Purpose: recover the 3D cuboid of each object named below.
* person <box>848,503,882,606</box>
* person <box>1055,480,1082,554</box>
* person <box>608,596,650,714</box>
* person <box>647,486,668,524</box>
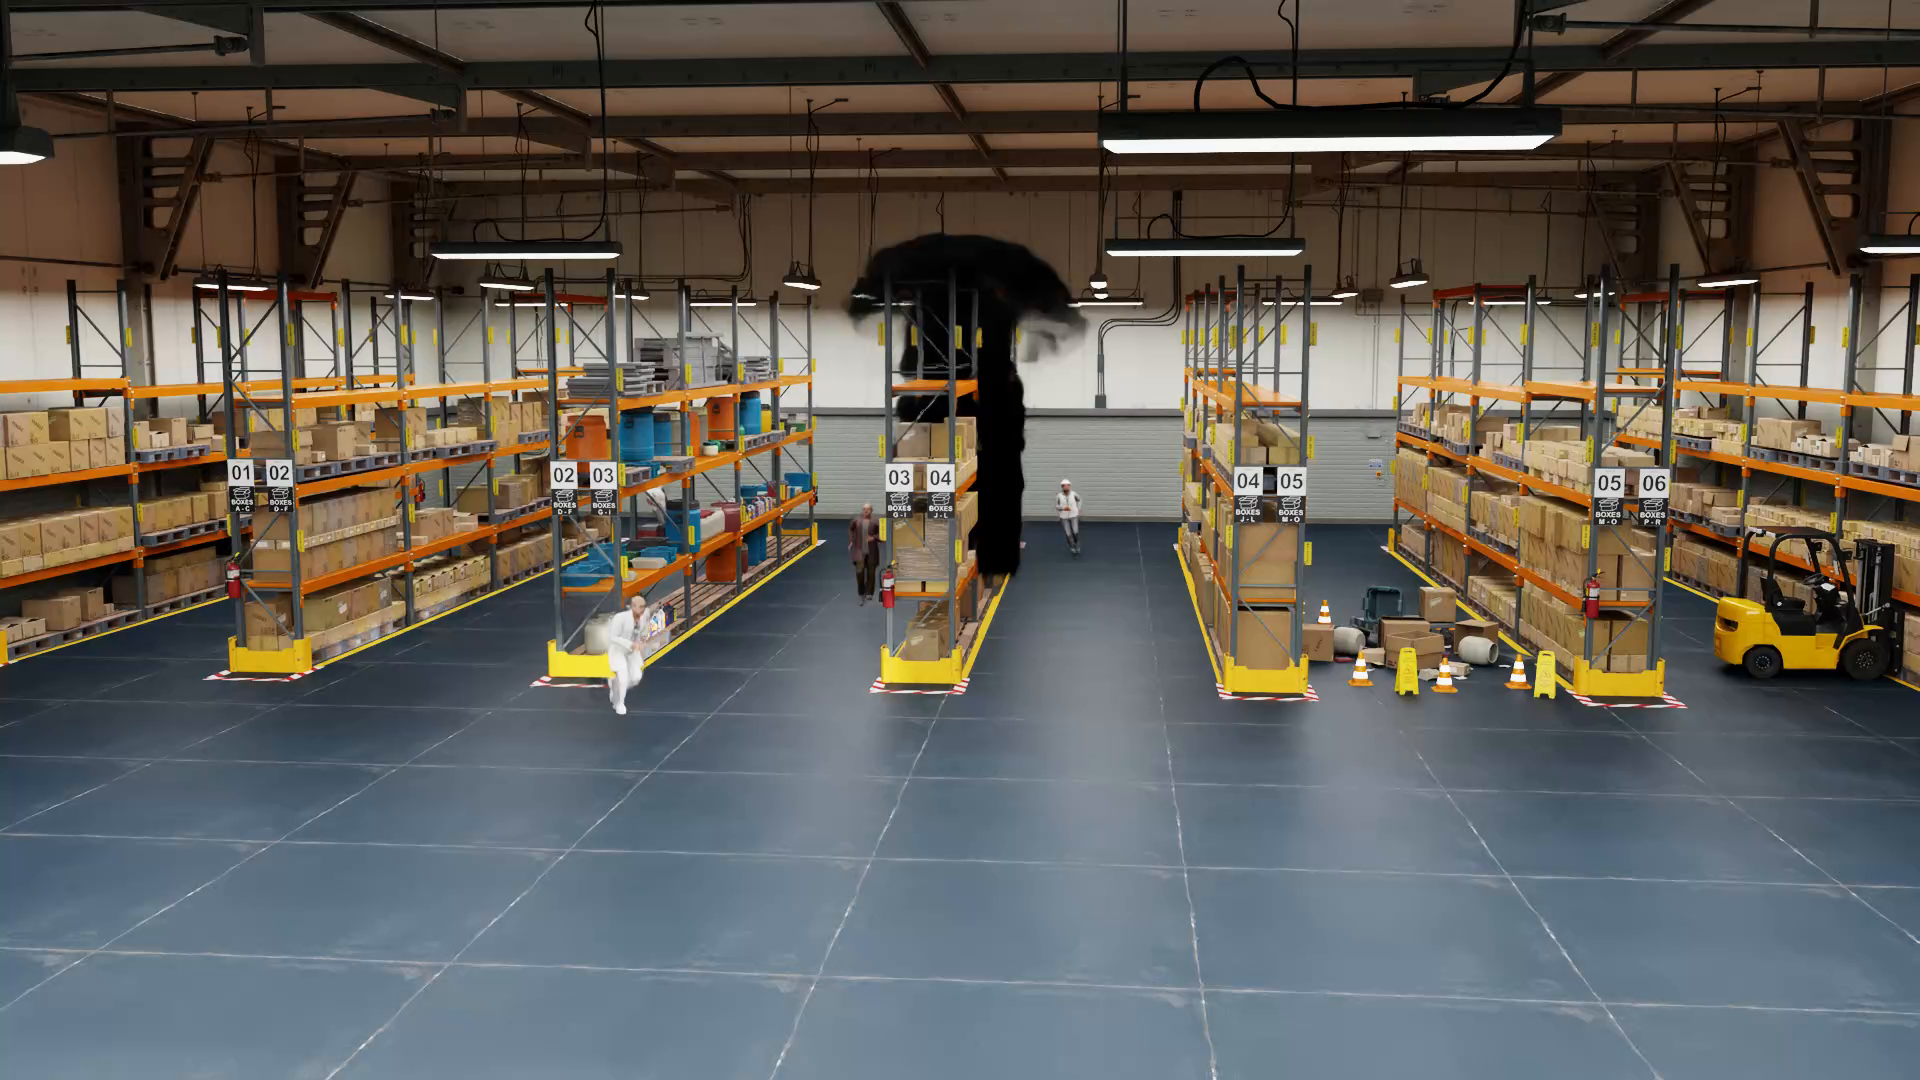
[{"bbox_3d":[-1.672,0.264,29.582,0.683,1.837,0.739,0,7,1],"label":"person"},{"bbox_3d":[2.516,-0.541,38.587,0.629,1.721,0.599,1,7,6],"label":"person"},{"bbox_3d":[-4.399,1.523,22.212,0.892,1.622,0.728,6,9,41],"label":"person"},{"bbox_3d":[-7.413,-0.769,40.925,0.602,1.649,0.624,-6,9,-39],"label":"person"}]
